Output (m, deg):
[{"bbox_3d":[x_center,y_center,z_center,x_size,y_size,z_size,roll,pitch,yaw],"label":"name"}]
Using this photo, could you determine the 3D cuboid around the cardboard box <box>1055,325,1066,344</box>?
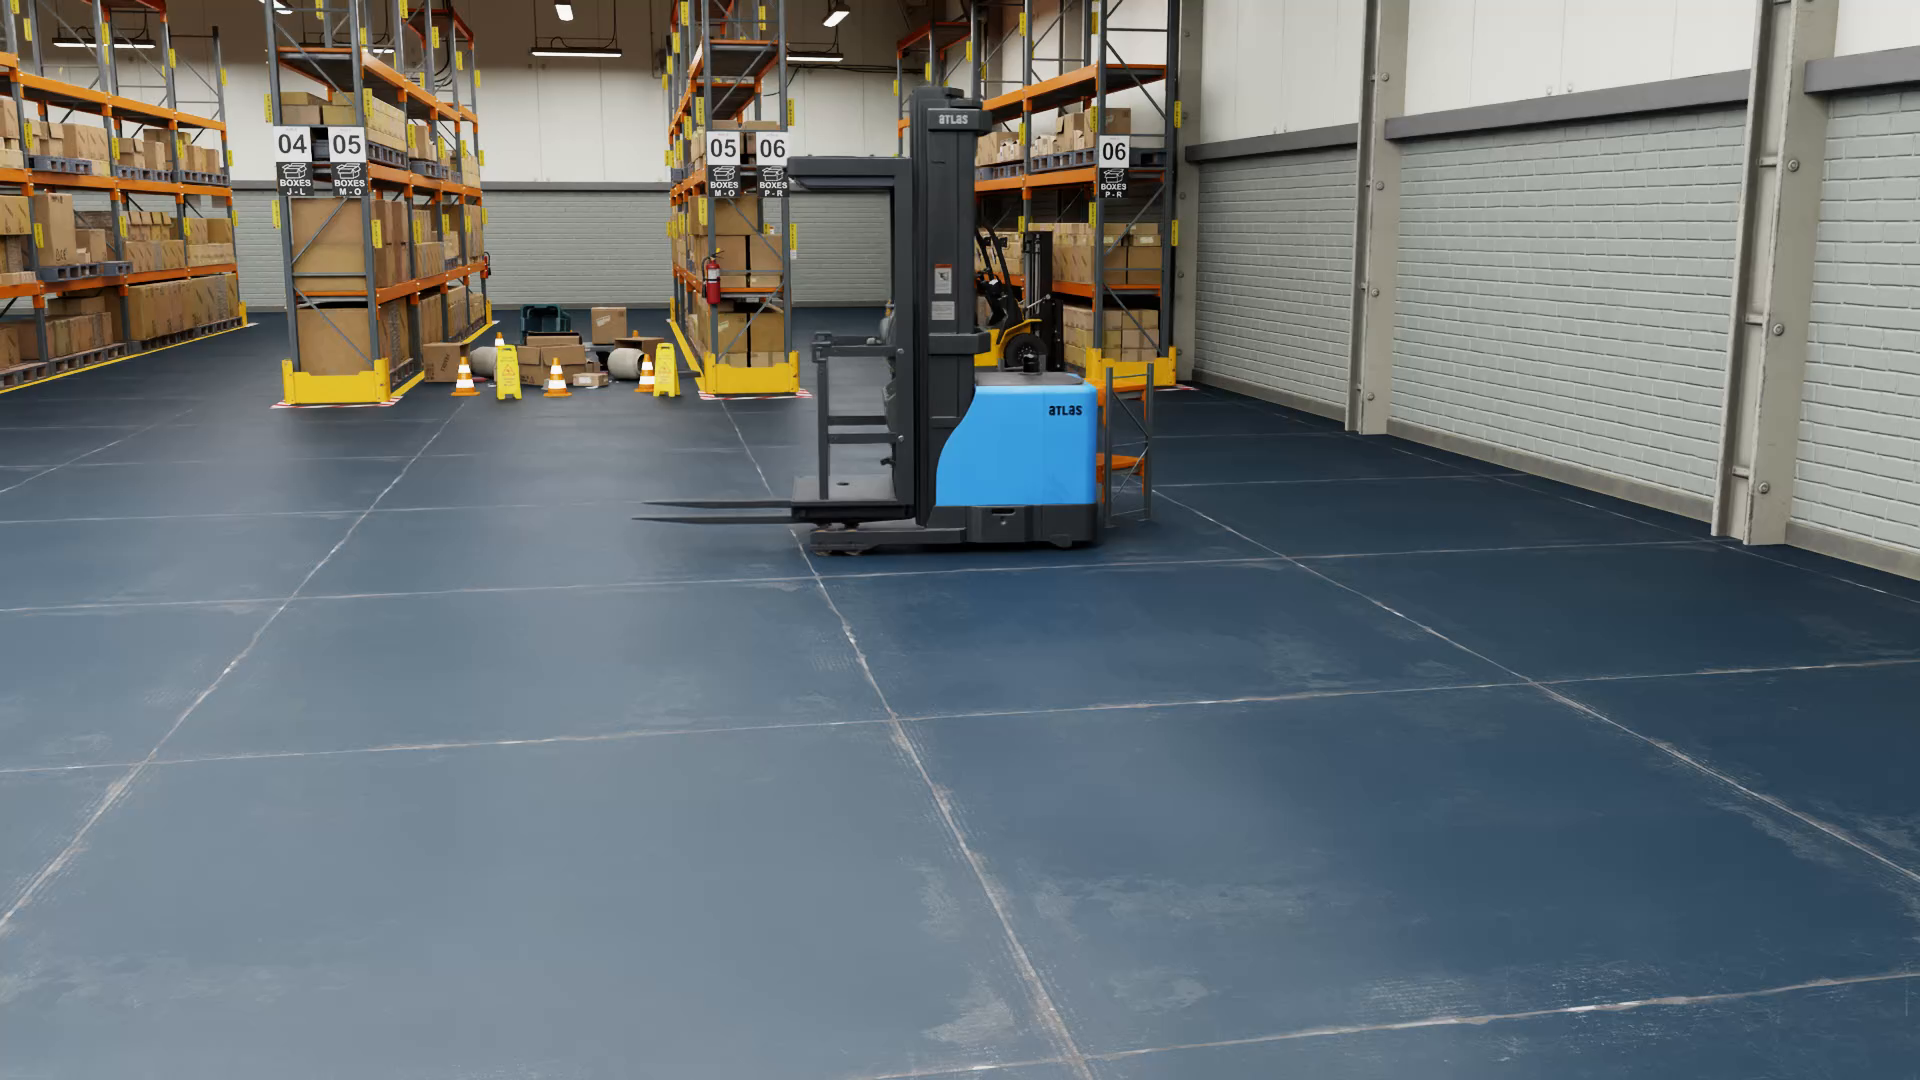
[{"bbox_3d":[1.639,-2.887,23.234,0.500,0.250,0.500,-2,11,-12],"label":"cardboard box"}]

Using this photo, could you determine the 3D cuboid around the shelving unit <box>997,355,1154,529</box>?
[{"bbox_3d":[0.823,-0.734,12.043,1.048,1.125,0.538,10,15,43],"label":"shelving unit"}]

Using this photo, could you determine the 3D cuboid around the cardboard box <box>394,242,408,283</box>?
[{"bbox_3d":[-8.021,-3.782,22.641,0.875,0.550,0.550,-2,11,-11],"label":"cardboard box"}]

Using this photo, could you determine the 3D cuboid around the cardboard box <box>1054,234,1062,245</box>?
[{"bbox_3d":[1.556,-4.270,23.608,0.380,0.149,0.250,-2,11,-12],"label":"cardboard box"}]

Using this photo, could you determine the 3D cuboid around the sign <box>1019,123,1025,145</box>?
[{"bbox_3d":[0.940,-6.116,25.058,0.100,0.325,0.005,-2,11,-11],"label":"sign"}]

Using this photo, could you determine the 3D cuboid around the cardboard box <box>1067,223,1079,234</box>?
[{"bbox_3d":[1.681,-4.276,22.845,0.380,0.149,0.250,-2,11,-10],"label":"cardboard box"}]

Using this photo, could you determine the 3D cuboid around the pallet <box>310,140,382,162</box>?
[{"bbox_3d":[-7.610,-4.707,20.120,1.003,0.211,1.213,-2,11,-11],"label":"pallet"}]

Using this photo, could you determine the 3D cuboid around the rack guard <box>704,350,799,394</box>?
[{"bbox_3d":[-2.634,-2.126,21.030,1.175,0.500,0.348,-2,11,-11],"label":"rack guard"}]

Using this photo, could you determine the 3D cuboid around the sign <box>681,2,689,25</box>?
[{"bbox_3d":[-3.941,-7.536,23.803,0.100,0.325,0.005,-2,11,-11],"label":"sign"}]

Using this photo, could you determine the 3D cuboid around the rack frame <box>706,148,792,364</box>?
[{"bbox_3d":[-2.620,-3.340,20.723,1.000,3.000,0.127,-2,11,-11],"label":"rack frame"}]

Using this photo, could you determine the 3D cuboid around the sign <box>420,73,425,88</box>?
[{"bbox_3d":[-11.100,-9.501,34.338,0.100,0.325,0.005,-2,11,-11],"label":"sign"}]

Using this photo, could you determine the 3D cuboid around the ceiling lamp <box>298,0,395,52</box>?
[{"bbox_3d":[-13.487,-12.313,36.211,2.000,3.185,0.800,-2,11,-11],"label":"ceiling lamp"}]

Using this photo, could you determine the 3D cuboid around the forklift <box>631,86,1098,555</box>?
[{"bbox_3d":[-0.640,-1.444,10.942,3.031,2.935,1.130,-1,11,-4],"label":"forklift"}]

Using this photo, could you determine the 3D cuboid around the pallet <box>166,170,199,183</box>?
[{"bbox_3d":[-14.823,-6.761,30.911,1.003,0.211,1.213,-2,11,-11],"label":"pallet"}]

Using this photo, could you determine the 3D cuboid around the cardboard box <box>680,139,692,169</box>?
[{"bbox_3d":[-4.397,-6.602,28.437,0.797,0.503,0.637,-3,11,-15],"label":"cardboard box"}]

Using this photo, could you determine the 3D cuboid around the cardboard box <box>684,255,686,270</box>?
[{"bbox_3d":[-4.529,-4.817,28.883,0.500,0.250,0.500,-3,11,-13],"label":"cardboard box"}]

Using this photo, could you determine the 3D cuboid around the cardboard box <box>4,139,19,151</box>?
[{"bbox_3d":[-12.772,-5.260,22.122,0.380,0.149,0.250,-2,11,-9],"label":"cardboard box"}]

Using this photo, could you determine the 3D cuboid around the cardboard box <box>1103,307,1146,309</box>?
[{"bbox_3d":[2.240,-3.055,22.779,0.500,0.250,0.500,-2,11,-11],"label":"cardboard box"}]

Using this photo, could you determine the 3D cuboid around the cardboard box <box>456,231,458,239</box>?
[{"bbox_3d":[-9.520,-5.651,30.822,0.380,0.149,0.250,-2,11,-8],"label":"cardboard box"}]

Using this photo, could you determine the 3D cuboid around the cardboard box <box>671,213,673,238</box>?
[{"bbox_3d":[-5.810,-6.622,35.024,0.500,0.500,0.500,-2,11,-13],"label":"cardboard box"}]

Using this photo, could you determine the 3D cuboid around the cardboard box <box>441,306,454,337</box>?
[{"bbox_3d":[-8.899,-3.726,28.313,0.500,0.500,0.500,-3,11,-13],"label":"cardboard box"}]

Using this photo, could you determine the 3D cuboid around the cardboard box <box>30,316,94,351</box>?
[{"bbox_3d":[-13.509,-3.108,25.012,0.700,0.500,0.500,-1,11,-6],"label":"cardboard box"}]

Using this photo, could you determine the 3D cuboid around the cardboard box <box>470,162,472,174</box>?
[{"bbox_3d":[-9.944,-7.366,32.914,0.500,0.250,0.500,-3,11,-13],"label":"cardboard box"}]

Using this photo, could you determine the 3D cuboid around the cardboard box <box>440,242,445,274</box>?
[{"bbox_3d":[-8.660,-4.585,26.997,0.500,0.500,0.500,-2,11,-11],"label":"cardboard box"}]

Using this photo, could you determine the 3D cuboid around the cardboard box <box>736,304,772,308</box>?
[{"bbox_3d":[-2.919,-3.106,23.716,0.500,0.500,0.500,-2,11,-10],"label":"cardboard box"}]

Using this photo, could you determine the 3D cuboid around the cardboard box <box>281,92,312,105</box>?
[{"bbox_3d":[-7.854,-5.188,19.559,0.380,0.149,0.250,-2,11,-10],"label":"cardboard box"}]

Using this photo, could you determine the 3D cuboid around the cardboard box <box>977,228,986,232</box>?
[{"bbox_3d":[0.194,-5.538,30.872,0.797,0.503,0.637,-2,11,-12],"label":"cardboard box"}]

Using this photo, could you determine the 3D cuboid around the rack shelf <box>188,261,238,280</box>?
[{"bbox_3d":[-15.063,-5.194,32.387,1.077,0.370,4.000,-2,11,-11],"label":"rack shelf"}]

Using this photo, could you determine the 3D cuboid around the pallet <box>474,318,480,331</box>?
[{"bbox_3d":[-10.196,-4.319,33.322,1.003,0.211,1.213,-2,11,-11],"label":"pallet"}]

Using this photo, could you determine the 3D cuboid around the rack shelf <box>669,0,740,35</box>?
[{"bbox_3d":[-4.565,-9.401,29.555,1.077,0.370,4.000,-2,11,-11],"label":"rack shelf"}]

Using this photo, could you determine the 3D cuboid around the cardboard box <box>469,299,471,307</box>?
[{"bbox_3d":[-9.649,-4.564,32.063,0.380,0.149,0.250,-2,11,-8],"label":"cardboard box"}]

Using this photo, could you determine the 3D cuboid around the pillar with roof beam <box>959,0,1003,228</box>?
[{"bbox_3d":[-3.560,-8.673,32.698,9.100,9.000,0.548,-2,11,-11],"label":"pillar with roof beam"}]

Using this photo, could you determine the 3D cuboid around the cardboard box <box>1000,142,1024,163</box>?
[{"bbox_3d":[0.941,-6.205,26.599,0.500,0.311,0.500,-3,11,-13],"label":"cardboard box"}]

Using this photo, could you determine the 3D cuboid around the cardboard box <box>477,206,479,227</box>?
[{"bbox_3d":[-10.136,-6.595,34.085,0.500,0.500,0.500,-3,11,-13],"label":"cardboard box"}]

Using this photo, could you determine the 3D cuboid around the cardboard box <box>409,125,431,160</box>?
[{"bbox_3d":[-8.399,-6.078,25.429,0.500,0.500,0.500,-2,11,-11],"label":"cardboard box"}]

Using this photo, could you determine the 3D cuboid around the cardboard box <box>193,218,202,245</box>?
[{"bbox_3d":[-14.605,-5.809,31.295,0.500,0.500,0.500,-2,11,-11],"label":"cardboard box"}]

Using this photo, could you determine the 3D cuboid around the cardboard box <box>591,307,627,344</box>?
[{"bbox_3d":[-5.138,-3.148,24.371,0.500,0.500,0.500,-2,11,-11],"label":"cardboard box"}]

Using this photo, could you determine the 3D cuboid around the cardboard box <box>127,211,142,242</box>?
[{"bbox_3d":[-14.147,-5.243,27.771,0.797,0.503,0.637,-2,11,-10],"label":"cardboard box"}]

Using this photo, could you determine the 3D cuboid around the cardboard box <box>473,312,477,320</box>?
[{"bbox_3d":[-9.837,-4.463,33.125,0.380,0.149,0.250,-2,11,-13],"label":"cardboard box"}]

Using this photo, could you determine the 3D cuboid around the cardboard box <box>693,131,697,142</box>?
[{"bbox_3d":[-3.510,-5.601,23.121,0.380,0.149,0.250,-2,11,-11],"label":"cardboard box"}]

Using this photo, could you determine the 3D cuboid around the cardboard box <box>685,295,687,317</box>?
[{"bbox_3d":[-5.145,-4.772,33.975,0.875,0.438,0.875,-2,11,-13],"label":"cardboard box"}]

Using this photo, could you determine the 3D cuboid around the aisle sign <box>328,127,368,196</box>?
[{"bbox_3d":[-7.147,-4.417,19.426,0.394,0.787,0.004,-2,11,-11],"label":"aisle sign"}]

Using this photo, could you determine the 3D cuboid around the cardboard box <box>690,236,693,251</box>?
[{"bbox_3d":[-4.007,-4.833,26.383,0.500,0.500,0.500,-3,11,-13],"label":"cardboard box"}]

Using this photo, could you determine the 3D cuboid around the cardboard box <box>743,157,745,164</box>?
[{"bbox_3d":[-2.650,-4.951,21.834,0.380,0.149,0.250,-2,11,-13],"label":"cardboard box"}]

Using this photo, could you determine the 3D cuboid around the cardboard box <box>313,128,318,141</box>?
[{"bbox_3d":[-7.901,-4.842,19.873,0.380,0.149,0.250,-2,11,-11],"label":"cardboard box"}]

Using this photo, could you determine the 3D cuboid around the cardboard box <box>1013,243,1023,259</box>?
[{"bbox_3d":[1.124,-4.508,25.921,0.500,0.250,0.500,-2,11,-12],"label":"cardboard box"}]

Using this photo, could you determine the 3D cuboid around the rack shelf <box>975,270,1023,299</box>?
[{"bbox_3d":[1.082,-4.268,27.524,1.077,0.370,4.000,-2,11,-11],"label":"rack shelf"}]

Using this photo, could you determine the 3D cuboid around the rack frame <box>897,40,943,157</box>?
[{"bbox_3d":[-0.863,-9.403,36.532,1.000,3.000,0.127,-2,11,-11],"label":"rack frame"}]

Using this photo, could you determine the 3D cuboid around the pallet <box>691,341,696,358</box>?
[{"bbox_3d":[-3.791,-3.071,26.766,1.003,0.211,1.213,-2,11,-11],"label":"pallet"}]

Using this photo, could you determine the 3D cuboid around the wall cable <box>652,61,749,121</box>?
[{"bbox_3d":[-6.376,-10.282,41.148,2.355,3.000,0.029,-2,11,-11],"label":"wall cable"}]

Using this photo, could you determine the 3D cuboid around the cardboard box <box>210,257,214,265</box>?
[{"bbox_3d":[-14.710,-5.409,32.267,0.380,0.149,0.250,-2,11,-13],"label":"cardboard box"}]

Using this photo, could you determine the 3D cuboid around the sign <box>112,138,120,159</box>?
[{"bbox_3d":[-13.364,-6.194,26.311,0.100,0.325,0.005,-2,11,-11],"label":"sign"}]
